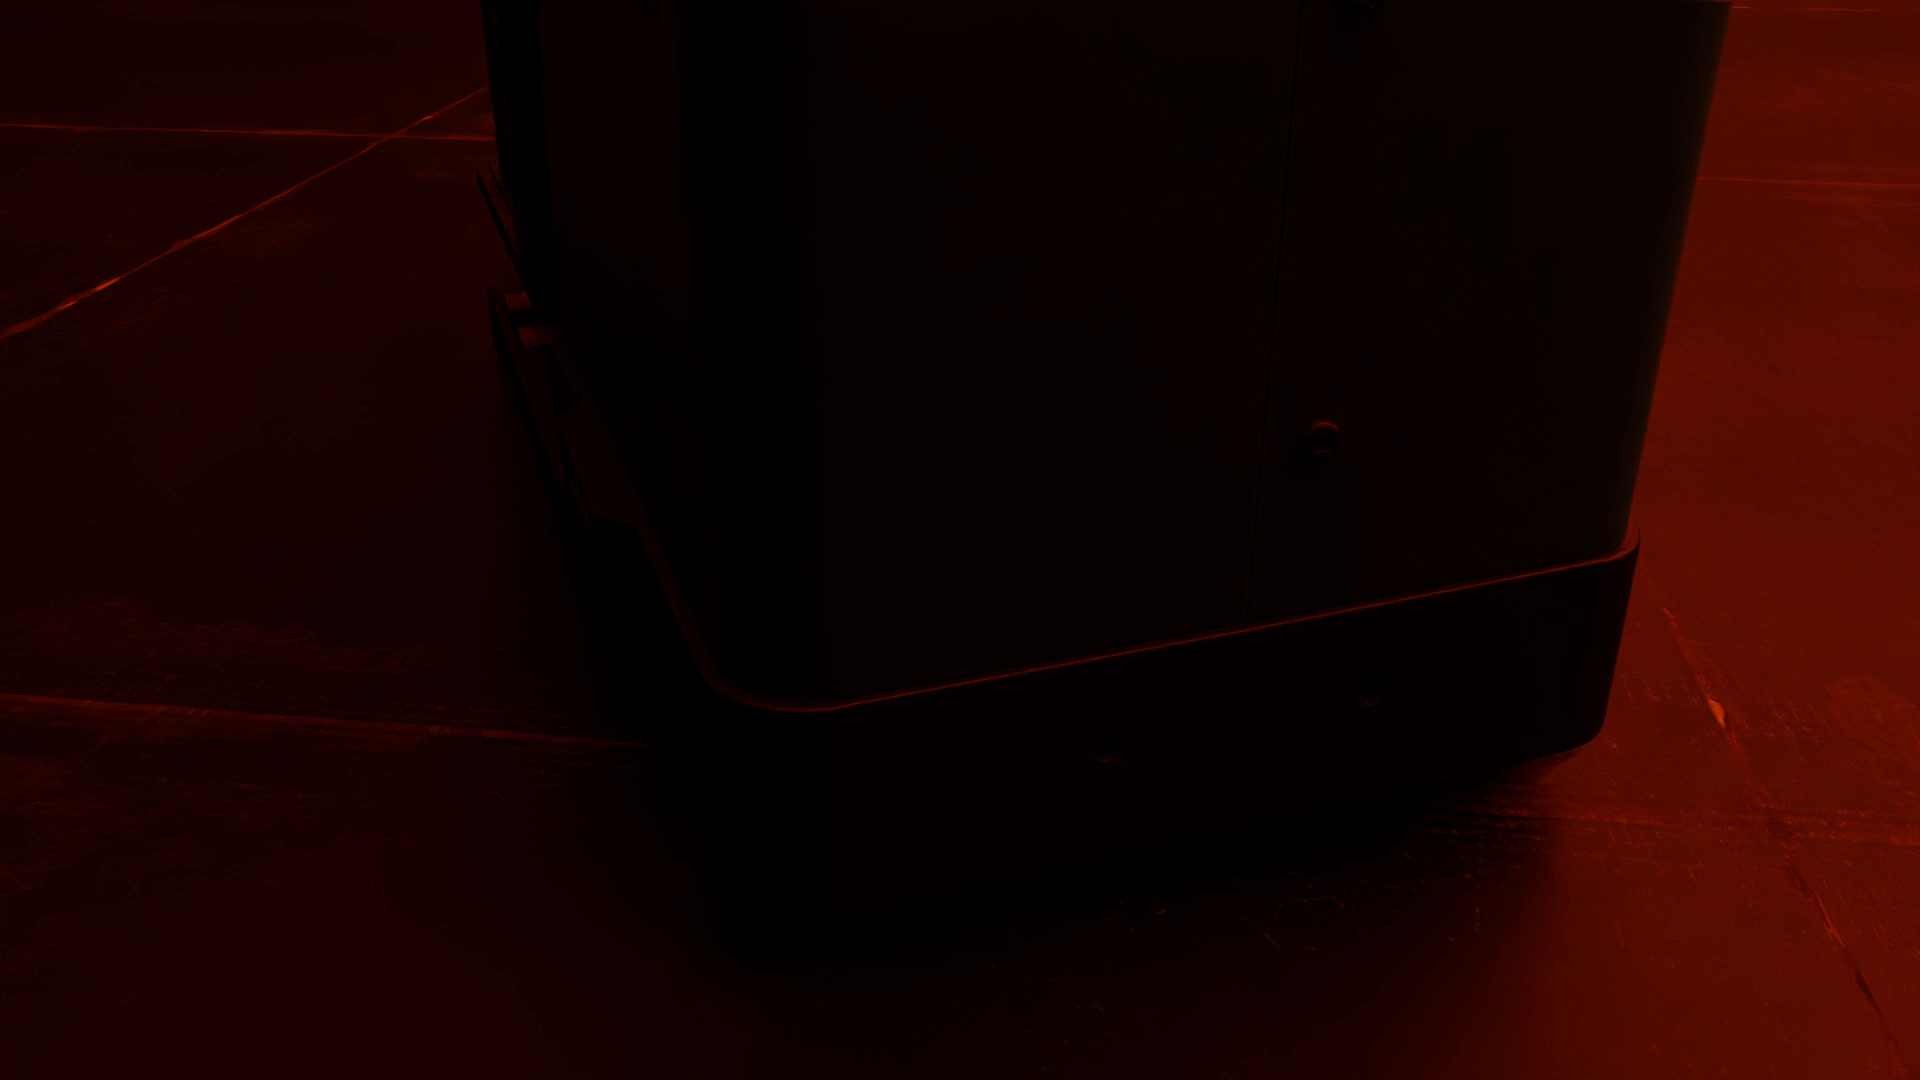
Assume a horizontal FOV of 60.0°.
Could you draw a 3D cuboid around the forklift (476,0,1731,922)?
[{"bbox_3d":[-0.234,-1.580,2.385,1.130,2.935,3.031,-9,28,-18],"label":"forklift"}]
